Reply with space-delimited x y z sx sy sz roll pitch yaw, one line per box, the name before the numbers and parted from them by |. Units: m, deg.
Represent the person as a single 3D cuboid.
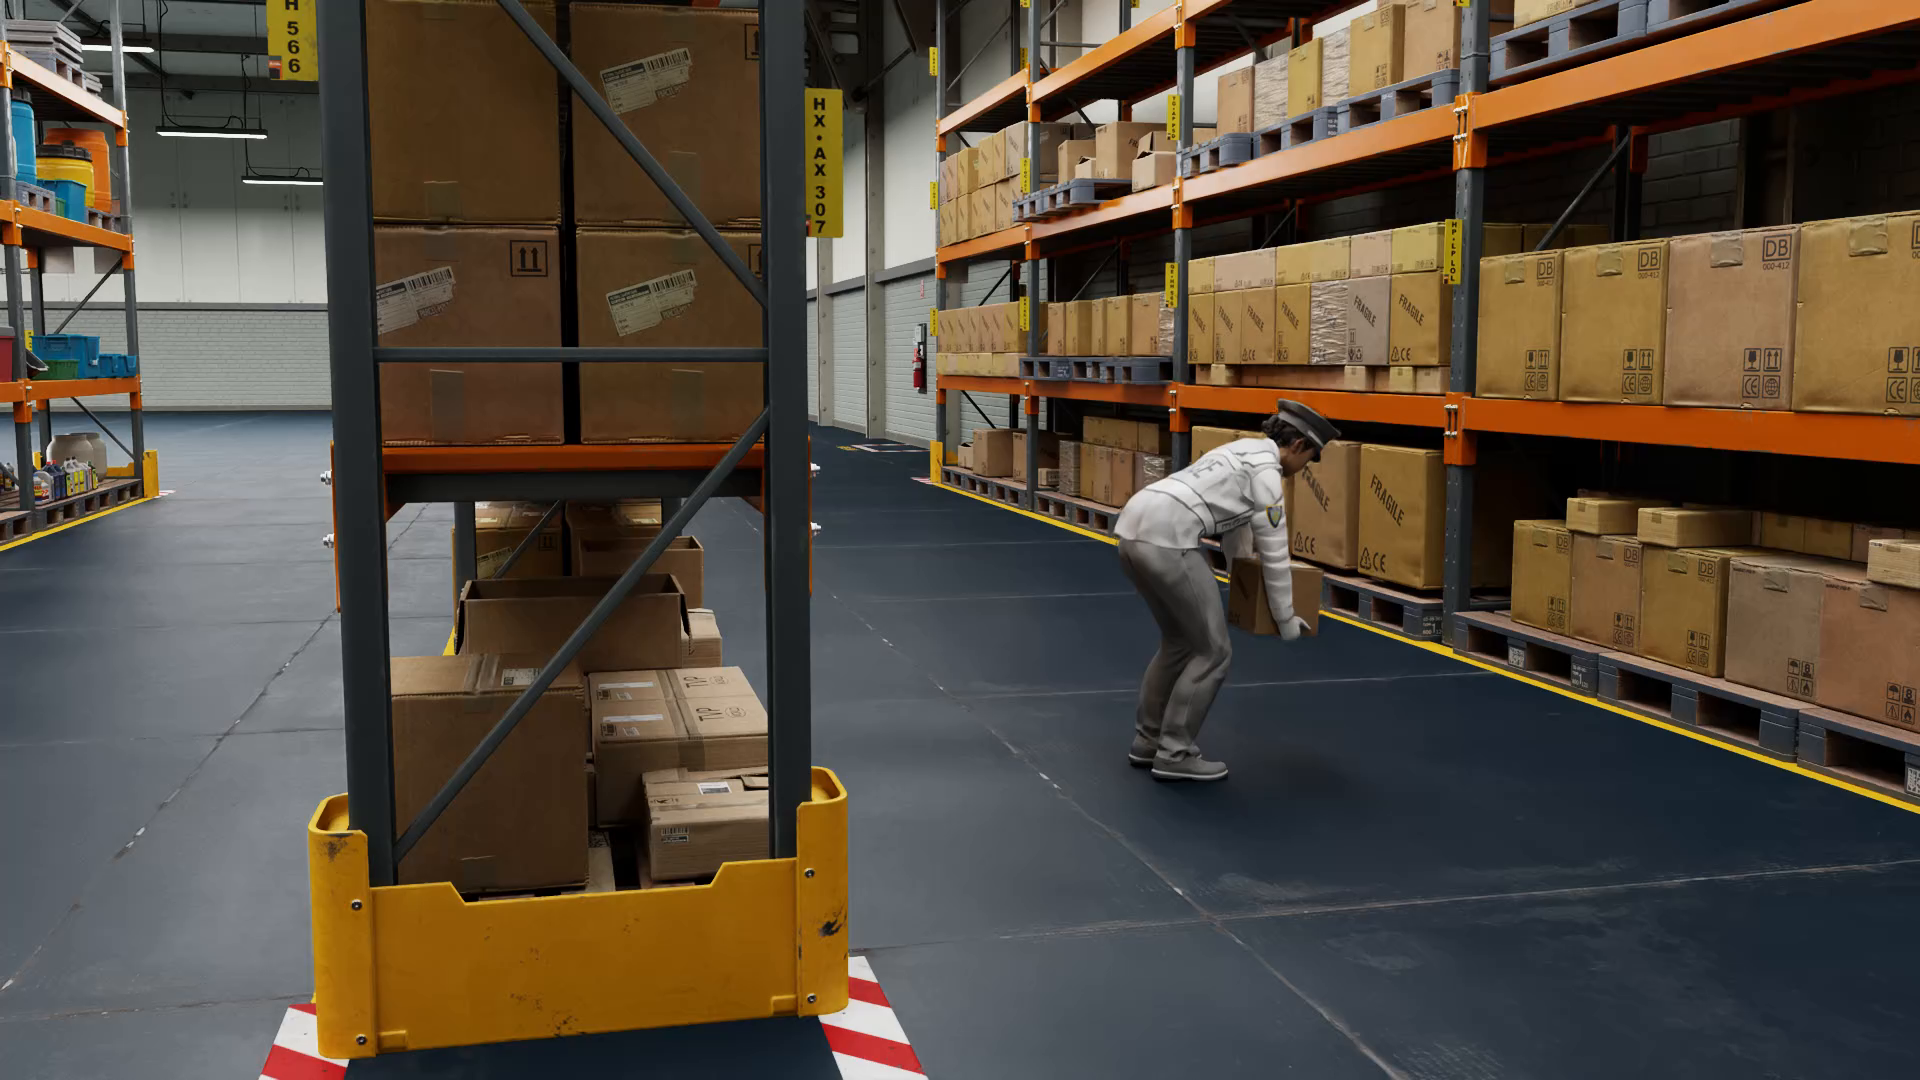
person | 0.981 0.167 6.078 0.848 1.359 0.423 -2 6 -15
